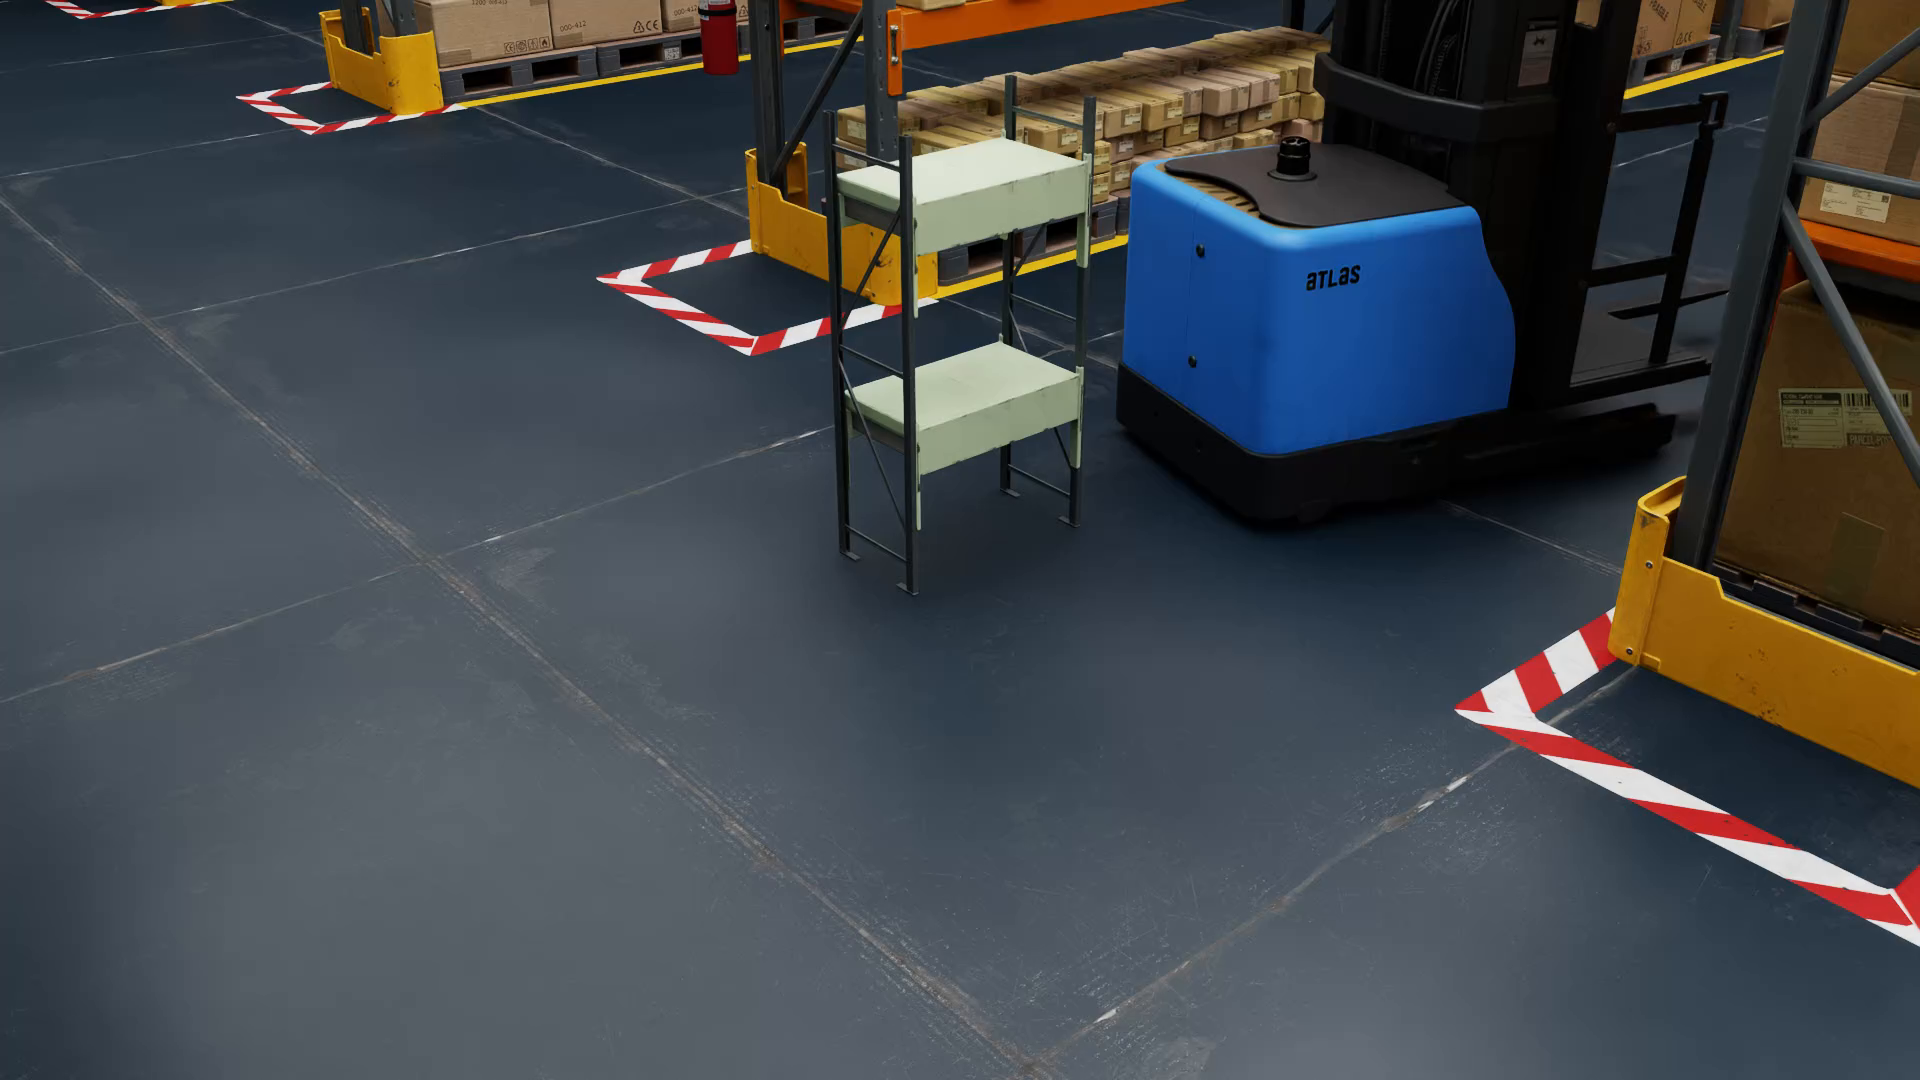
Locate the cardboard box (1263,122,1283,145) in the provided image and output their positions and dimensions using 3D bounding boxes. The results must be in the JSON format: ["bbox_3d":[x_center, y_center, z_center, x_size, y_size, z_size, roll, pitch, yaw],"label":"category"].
[{"bbox_3d":[1.627,-2.364,9.571,0.250,0.149,0.380,-23,36,-36],"label":"cardboard box"}]

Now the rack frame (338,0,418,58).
[{"bbox_3d":[-3.938,-4.389,10.781,0.127,3.000,1.000,-22,35,-35],"label":"rack frame"}]

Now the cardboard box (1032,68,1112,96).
[{"bbox_3d":[0.612,-2.469,9.135,0.250,0.149,0.380,-23,36,-36],"label":"cardboard box"}]

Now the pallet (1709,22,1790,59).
[{"bbox_3d":[6.086,-4.077,13.155,1.213,0.211,1.003,-22,35,-35],"label":"pallet"}]

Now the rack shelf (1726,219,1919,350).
[{"bbox_3d":[4.016,-1.131,5.446,4.000,0.370,1.077,-22,35,-35],"label":"rack shelf"}]

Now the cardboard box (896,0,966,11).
[{"bbox_3d":[-0.189,-2.516,7.542,0.250,0.149,0.380,-22,35,-35],"label":"cardboard box"}]

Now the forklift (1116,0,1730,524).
[{"bbox_3d":[2.169,-1.801,6.010,3.031,2.935,1.130,-12,30,-21],"label":"forklift"}]

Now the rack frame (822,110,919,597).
[{"bbox_3d":[-0.273,-0.552,5.191,0.023,1.500,0.400,-22,35,-35],"label":"rack frame"}]

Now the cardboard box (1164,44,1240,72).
[{"bbox_3d":[1.406,-2.782,9.721,0.250,0.149,0.380,-23,36,-36],"label":"cardboard box"}]

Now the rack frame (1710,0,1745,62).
[{"bbox_3d":[5.438,-5.093,12.097,0.127,3.000,1.000,-22,35,-35],"label":"rack frame"}]

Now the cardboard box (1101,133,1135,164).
[{"bbox_3d":[0.696,-2.098,8.756,0.250,0.149,0.380,-24,36,-37],"label":"cardboard box"}]

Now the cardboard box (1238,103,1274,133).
[{"bbox_3d":[1.536,-2.416,9.351,0.250,0.149,0.380,-21,35,-34],"label":"cardboard box"}]

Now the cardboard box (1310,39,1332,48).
[{"bbox_3d":[2.293,-2.857,9.862,0.250,0.149,0.380,-21,34,-34],"label":"cardboard box"}]

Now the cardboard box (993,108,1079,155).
[{"bbox_3d":[0.377,-2.033,8.319,0.250,0.149,0.380,-22,35,-35],"label":"cardboard box"}]

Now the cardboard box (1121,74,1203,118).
[{"bbox_3d":[1.088,-2.395,8.997,0.250,0.149,0.380,-22,35,-35],"label":"cardboard box"}]

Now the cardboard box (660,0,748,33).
[{"bbox_3d":[-2.123,-4.240,12.775,0.875,0.438,0.875,-23,36,-36],"label":"cardboard box"}]

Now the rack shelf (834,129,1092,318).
[{"bbox_3d":[0.005,-1.008,5.216,0.720,0.370,0.431,-22,35,-35],"label":"rack shelf"}]

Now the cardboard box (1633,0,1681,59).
[{"bbox_3d":[4.709,-3.723,11.740,0.500,0.500,0.500,-20,34,-33],"label":"cardboard box"}]

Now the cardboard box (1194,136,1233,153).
[{"bbox_3d":[1.288,-2.182,9.230,0.250,0.149,0.380,-21,35,-34],"label":"cardboard box"}]

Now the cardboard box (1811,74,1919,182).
[{"bbox_3d":[2.691,-1.144,4.552,0.500,0.250,0.500,-23,35,-36],"label":"cardboard box"}]

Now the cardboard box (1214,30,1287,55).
[{"bbox_3d":[1.750,-2.965,10.064,0.250,0.149,0.380,-20,34,-33],"label":"cardboard box"}]

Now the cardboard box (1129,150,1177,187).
[{"bbox_3d":[0.932,-2.003,8.894,0.250,0.149,0.380,-24,36,-37],"label":"cardboard box"}]

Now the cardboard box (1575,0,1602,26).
[{"bbox_3d":[3.920,-3.410,11.155,0.500,0.500,0.500,-21,35,-34],"label":"cardboard box"}]

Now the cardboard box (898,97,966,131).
[{"bbox_3d":[-0.182,-2.145,8.529,0.250,0.149,0.380,-21,35,-34],"label":"cardboard box"}]

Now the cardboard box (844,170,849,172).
[{"bbox_3d":[-0.383,-1.809,8.532,0.250,0.149,0.380,-21,35,-34],"label":"cardboard box"}]

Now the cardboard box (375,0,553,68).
[{"bbox_3d":[-3.501,-3.682,11.731,0.875,0.438,0.875,-23,36,-37],"label":"cardboard box"}]

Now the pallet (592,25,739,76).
[{"bbox_3d":[-2.453,-3.803,12.643,1.213,0.211,1.003,-22,35,-35],"label":"pallet"}]

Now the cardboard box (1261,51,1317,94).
[{"bbox_3d":[1.940,-2.686,9.542,0.250,0.149,0.380,-22,35,-35],"label":"cardboard box"}]

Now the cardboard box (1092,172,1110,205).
[{"bbox_3d":[0.554,-1.845,8.600,0.250,0.149,0.380,-21,35,-34],"label":"cardboard box"}]

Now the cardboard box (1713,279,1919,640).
[{"bbox_3d":[2.929,-0.309,4.954,0.875,0.875,0.875,-22,35,-35],"label":"cardboard box"}]

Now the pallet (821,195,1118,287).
[{"bbox_3d":[0.051,-1.675,8.660,1.213,0.211,1.003,-22,35,-35],"label":"pallet"}]

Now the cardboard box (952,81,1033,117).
[{"bbox_3d":[0.171,-2.326,8.868,0.250,0.149,0.380,-24,36,-37],"label":"cardboard box"}]

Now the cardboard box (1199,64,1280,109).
[{"bbox_3d":[1.546,-2.519,9.228,0.250,0.149,0.380,-24,36,-37],"label":"cardboard box"}]

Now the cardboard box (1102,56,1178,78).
[{"bbox_3d":[1.006,-2.621,9.419,0.250,0.149,0.380,-24,36,-37],"label":"cardboard box"}]

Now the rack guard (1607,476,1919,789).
[{"bbox_3d":[2.476,0.274,4.707,0.348,0.500,1.175,-22,35,-35],"label":"rack guard"}]

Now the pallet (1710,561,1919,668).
[{"bbox_3d":[3.052,0.121,5.299,1.213,0.211,1.003,-22,35,-35],"label":"pallet"}]

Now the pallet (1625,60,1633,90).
[{"bbox_3d":[3.915,-3.253,11.613,1.213,0.211,1.003,-22,35,-35],"label":"pallet"}]

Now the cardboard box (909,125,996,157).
[{"bbox_3d":[-0.029,-1.874,8.022,0.250,0.149,0.380,-24,36,-37],"label":"cardboard box"}]

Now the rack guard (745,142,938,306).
[{"bbox_3d":[-0.590,-1.566,8.150,0.348,0.500,1.175,-22,35,-35],"label":"rack guard"}]

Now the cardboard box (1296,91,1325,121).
[{"bbox_3d":[1.971,-2.542,9.588,0.250,0.149,0.380,-23,36,-37],"label":"cardboard box"}]

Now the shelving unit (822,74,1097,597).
[{"bbox_3d":[0.005,-0.664,5.400,0.755,1.500,0.431,-22,35,-35],"label":"shelving unit"}]

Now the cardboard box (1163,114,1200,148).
[{"bbox_3d":[1.088,-2.274,9.087,0.250,0.149,0.380,-20,34,-33],"label":"cardboard box"}]

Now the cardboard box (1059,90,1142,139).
[{"bbox_3d":[0.729,-2.220,8.669,0.250,0.149,0.380,-20,34,-33],"label":"cardboard box"}]
